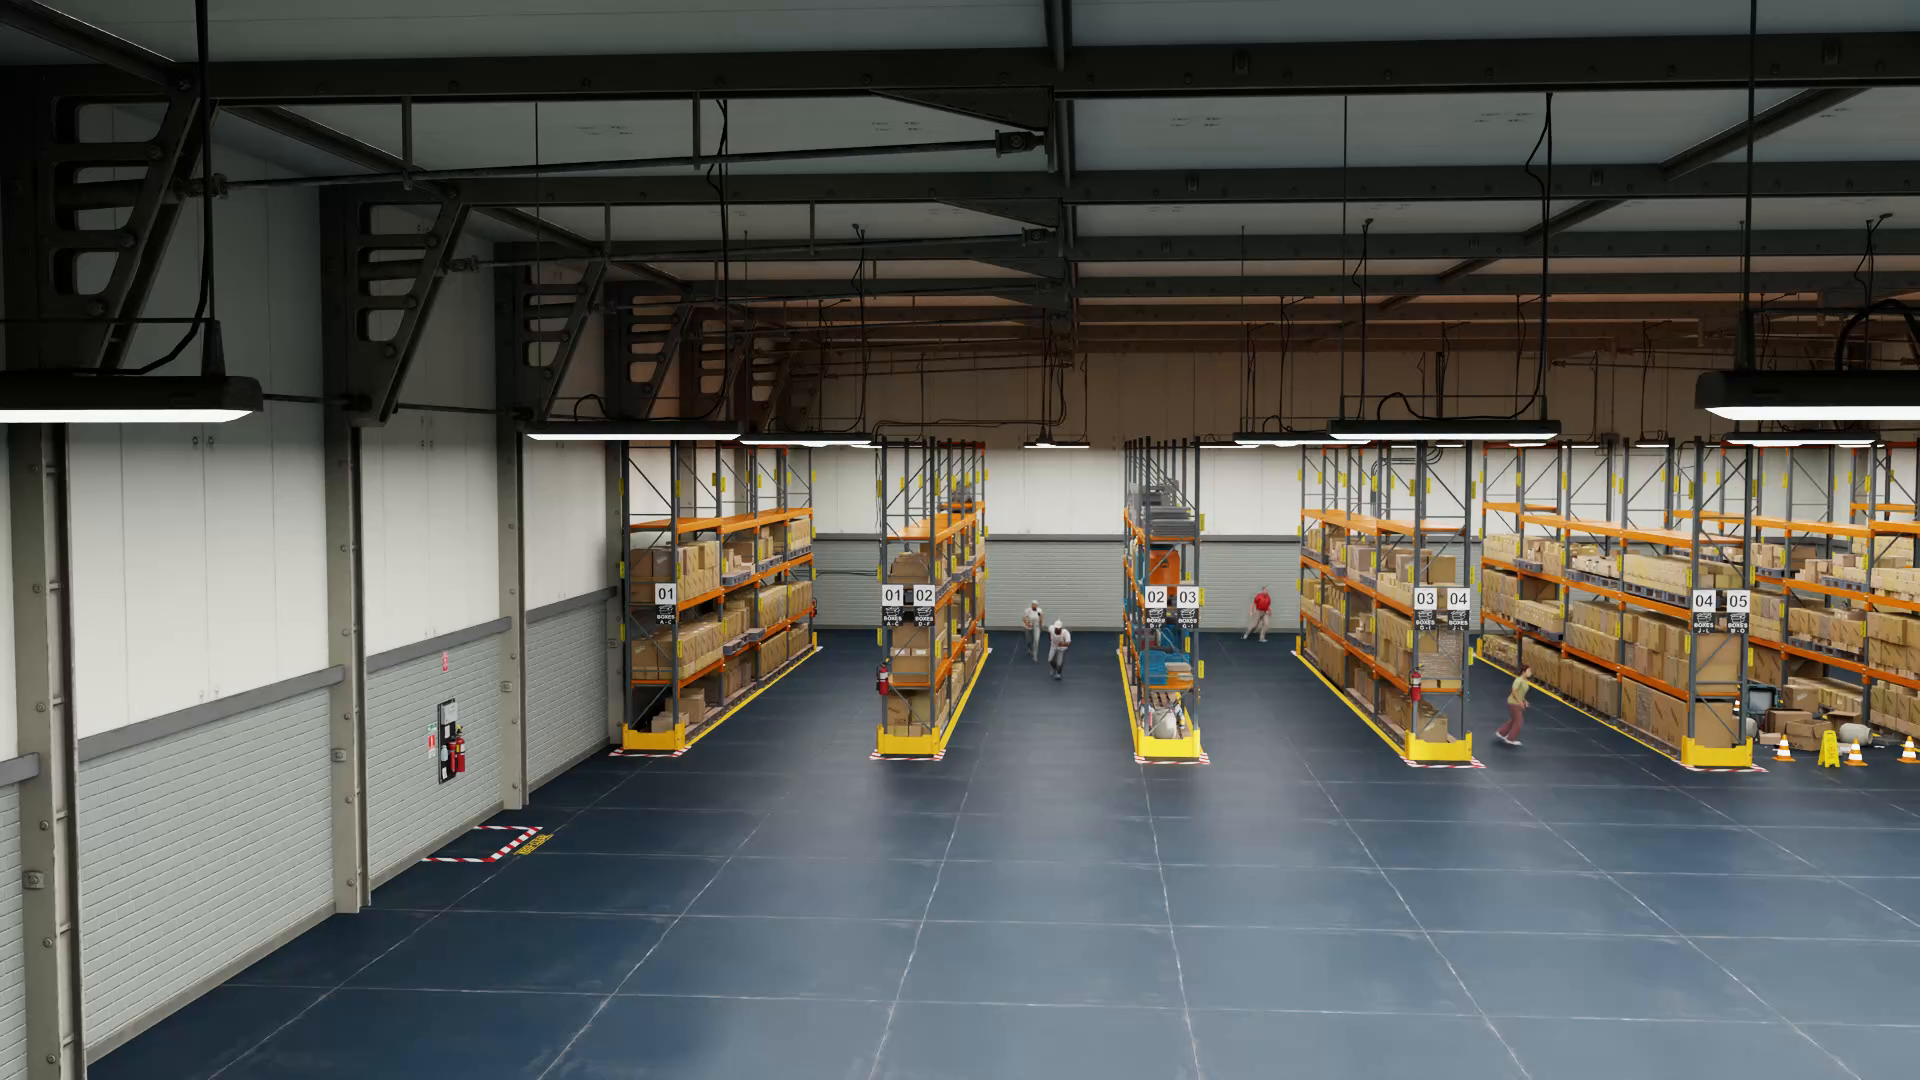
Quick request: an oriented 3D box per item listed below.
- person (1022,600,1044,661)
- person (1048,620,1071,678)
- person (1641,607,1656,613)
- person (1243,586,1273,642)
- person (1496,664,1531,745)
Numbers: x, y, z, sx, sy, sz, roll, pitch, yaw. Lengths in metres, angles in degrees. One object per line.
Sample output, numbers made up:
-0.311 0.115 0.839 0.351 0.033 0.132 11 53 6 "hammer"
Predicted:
1.995 2.469 45.793 0.598 1.667 1.058 0 3 -5 "person"
2.451 2.727 41.550 0.721 1.512 1.022 1 3 17 "person"
20.164 2.309 48.421 0.847 1.607 0.520 -1 3 -14 "person"
8.963 2.211 50.023 0.749 1.669 0.750 -2 4 -30 "person"
10.777 3.211 32.413 0.749 1.576 0.576 2 4 38 "person"
